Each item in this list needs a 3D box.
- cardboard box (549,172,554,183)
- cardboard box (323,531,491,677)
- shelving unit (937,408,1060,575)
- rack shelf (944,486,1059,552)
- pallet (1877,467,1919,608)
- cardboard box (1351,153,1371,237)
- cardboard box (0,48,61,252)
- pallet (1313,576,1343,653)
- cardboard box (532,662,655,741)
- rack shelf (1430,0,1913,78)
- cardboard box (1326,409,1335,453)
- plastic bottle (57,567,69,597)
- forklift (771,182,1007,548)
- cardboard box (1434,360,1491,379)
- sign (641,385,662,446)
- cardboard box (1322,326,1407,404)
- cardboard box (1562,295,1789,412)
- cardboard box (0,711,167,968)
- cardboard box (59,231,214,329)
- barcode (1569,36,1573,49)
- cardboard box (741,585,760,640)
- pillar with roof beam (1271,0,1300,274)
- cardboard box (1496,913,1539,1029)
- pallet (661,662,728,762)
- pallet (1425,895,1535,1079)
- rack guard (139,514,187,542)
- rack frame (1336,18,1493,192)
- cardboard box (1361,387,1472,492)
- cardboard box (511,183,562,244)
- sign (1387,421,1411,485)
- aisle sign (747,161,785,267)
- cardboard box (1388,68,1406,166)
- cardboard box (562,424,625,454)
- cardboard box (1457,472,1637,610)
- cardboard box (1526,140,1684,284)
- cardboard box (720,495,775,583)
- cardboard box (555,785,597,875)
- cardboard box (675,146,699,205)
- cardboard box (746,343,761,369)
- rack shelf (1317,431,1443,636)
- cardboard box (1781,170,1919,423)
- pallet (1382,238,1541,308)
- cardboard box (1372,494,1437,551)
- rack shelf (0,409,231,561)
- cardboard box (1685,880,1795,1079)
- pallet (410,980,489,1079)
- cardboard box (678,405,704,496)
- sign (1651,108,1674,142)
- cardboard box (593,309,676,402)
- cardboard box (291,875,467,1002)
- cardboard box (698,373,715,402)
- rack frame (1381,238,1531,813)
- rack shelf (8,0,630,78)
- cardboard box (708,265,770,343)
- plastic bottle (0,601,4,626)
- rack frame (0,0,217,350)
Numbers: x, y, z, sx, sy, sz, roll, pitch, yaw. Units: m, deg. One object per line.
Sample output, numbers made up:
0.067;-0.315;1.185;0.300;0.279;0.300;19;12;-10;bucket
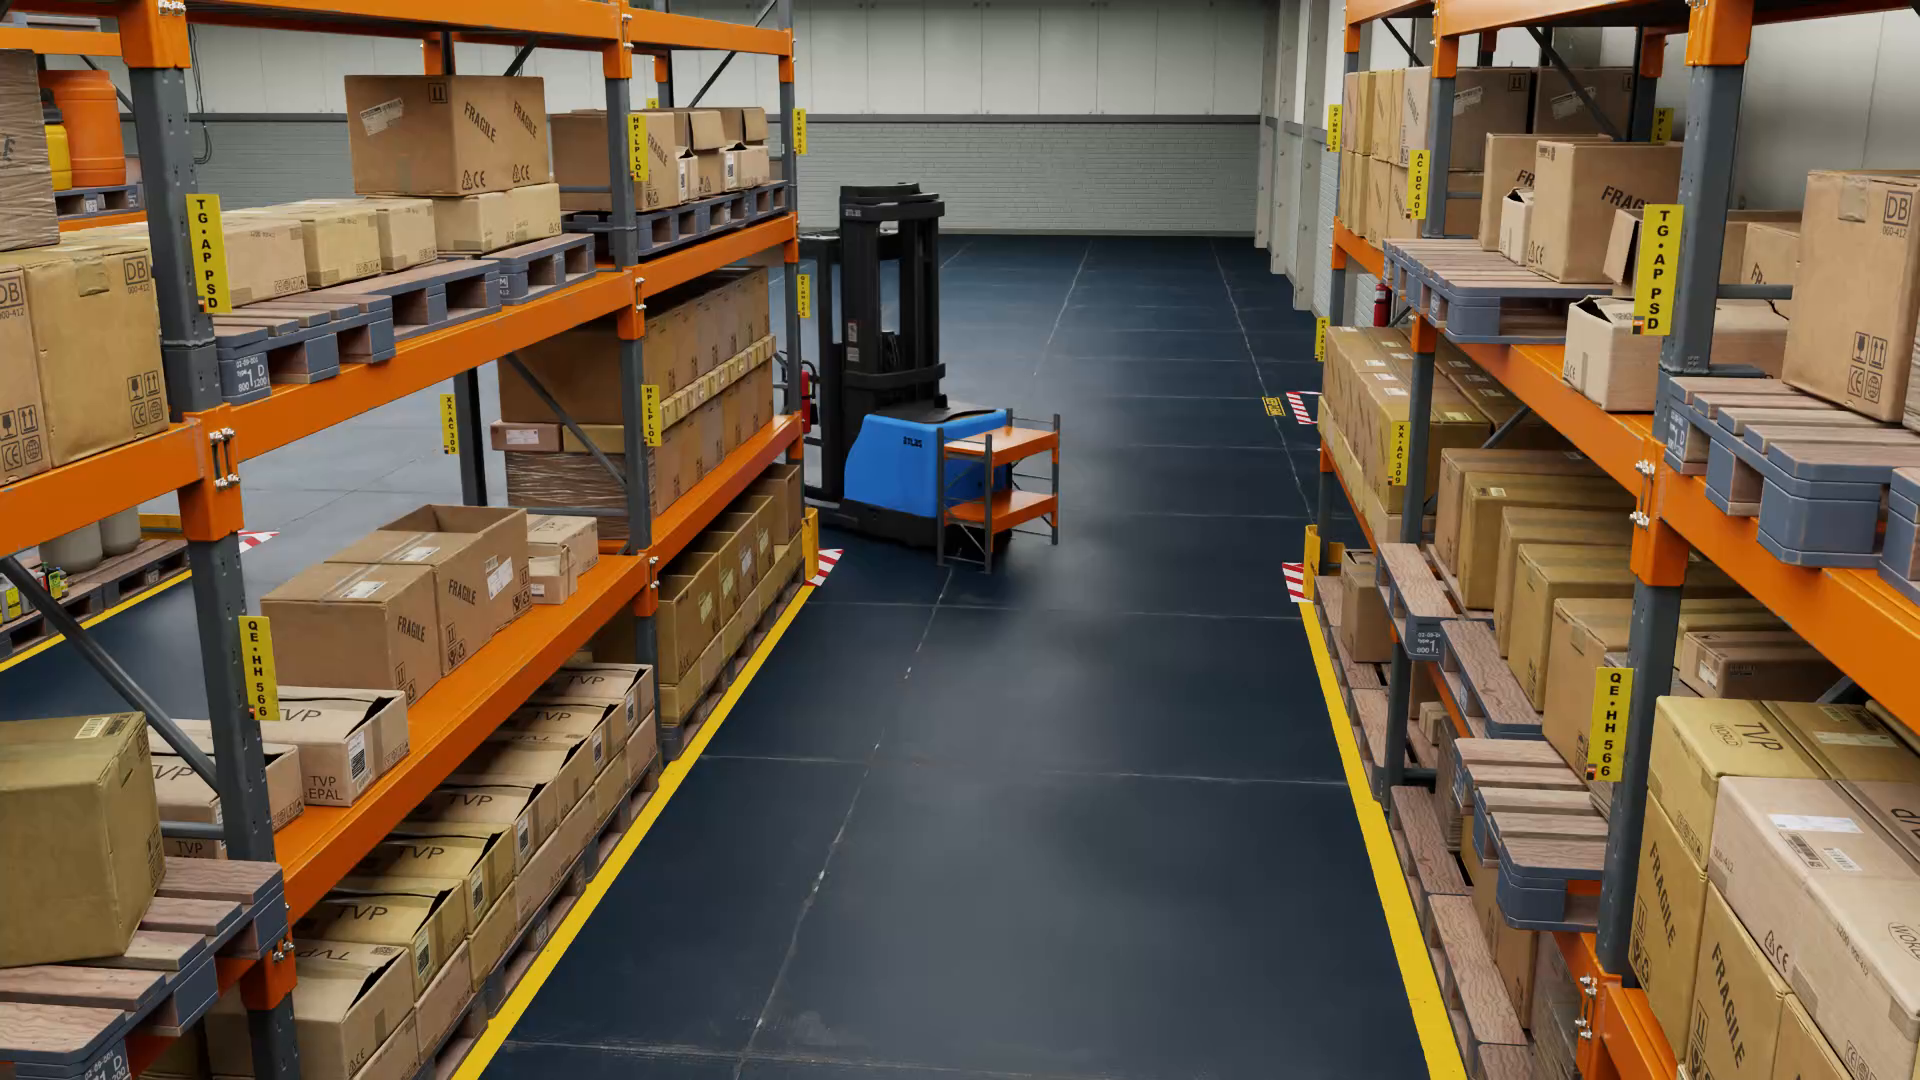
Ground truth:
-2.306;-2.066;9.717;0.380;0.149;0.250;2;15;6;cardboard box
-2.390;0.269;7.228;0.500;0.500;0.500;2;15;6;cardboard box
0.320;-0.418;13.554;0.538;1.125;1.048;10;18;33;shelving unit
0.320;-0.182;13.618;0.538;0.278;1.000;10;18;33;rack shelf
2.157;0.136;2.526;1.003;0.211;1.213;2;15;9;pallet
2.766;-2.194;10.552;0.500;0.500;0.500;2;15;9;cardboard box
-2.678;-0.976;4.173;0.500;0.500;0.500;2;15;6;cardboard box
3.068;0.535;11.778;1.003;0.211;1.213;2;15;6;pallet
-1.932;0.820;8.773;0.500;0.311;0.500;2;15;6;cardboard box
2.526;-1.840;5.871;1.077;0.370;4.000;2;15;6;rack shelf
2.788;-0.725;11.347;0.500;0.250;0.500;1;15;5;cardboard box
-6.412;0.296;11.840;0.097;0.201;0.097;0;15;0;plastic bottle
-0.977;-1.653;14.661;3.031;2.935;1.130;14;20;41;forklift
3.184;-0.816;10.245;0.500;0.500;0.500;2;15;7;cardboard box
-1.631;-0.655;8.771;0.100;0.325;0.005;2;15;6;sign
2.851;-1.225;11.757;0.500;0.500;0.500;2;15;6;cardboard box
2.113;-0.575;4.927;0.500;0.311;0.500;2;15;6;cardboard box
-2.581;0.805;4.441;0.700;0.500;0.500;-3;16;-13;cardboard box
-2.627;-0.808;5.140;0.500;0.250;0.500;1;15;2;cardboard box
3.336;-2.716;9.073;0.001;0.075;0.075;2;15;6;barcode
-1.644;0.477;11.116;0.500;0.250;0.500;2;15;6;cardboard box
2.414;-10.081;34.203;9.100;9.000;0.400;2;15;6;pillar with roof beam
2.531;1.581;6.516;0.700;0.500;0.500;2;15;6;cardboard box
-2.039;0.993;10.084;1.003;0.211;1.213;2;15;6;pallet
2.530;1.863;6.870;1.003;0.211;1.213;2;15;6;pallet
-6.603;-0.104;13.590;1.175;0.500;0.348;2;15;6;rack guard
3.203;-3.936;11.480;1.000;3.000;0.127;2;15;6;rack frame
2.548;-0.563;9.312;0.500;0.500;0.500;2;15;6;cardboard box
-2.250;-1.567;7.945;0.500;0.250;0.500;3;15;12;cardboard box
2.212;-0.435;8.365;0.100;0.325;0.005;2;15;6;sign
-1.420;-2.449;12.490;0.394;0.787;0.004;2;15;6;aisle sign
2.590;-2.273;8.928;0.500;0.500;0.500;3;15;9;cardboard box
-1.948;-0.573;9.101;0.380;0.149;0.250;2;15;6;cardboard box
2.590;0.012;7.336;0.700;0.500;0.500;3;15;12;cardboard box
2.471;-1.243;6.268;0.500;0.500;0.500;1;15;4;cardboard box
-1.583;-0.015;11.497;0.500;0.500;0.500;2;15;6;cardboard box
-2.046;1.357;7.861;0.500;0.250;0.500;2;15;8;cardboard box
-1.791;-2.086;9.481;0.500;0.311;0.500;1;15;3;cardboard box
-1.630;-1.308;11.817;0.380;0.149;0.250;1;15;5;cardboard box
2.977;-0.174;10.438;1.077;0.370;4.000;2;15;6;rack shelf
2.304;-0.549;3.665;0.700;0.500;0.500;1;15;2;cardboard box
2.576;-1.203;7.478;1.213;0.211;1.003;2;15;6;pallet
2.504;-0.072;8.930;0.500;0.250;0.500;2;15;6;cardboard box
-2.848;0.308;2.909;1.077;0.370;4.000;2;15;6;rack shelf
1.923;1.087;3.596;0.500;0.500;0.500;2;15;8;cardboard box
-2.490;2.023;6.275;1.003;0.211;1.213;2;15;6;pallet
-2.013;-0.578;10.363;0.700;0.500;0.500;2;15;7;cardboard box
3.304;-1.875;7.859;0.100;0.325;0.005;2;15;6;sign
-2.071;-1.069;9.691;0.700;0.500;0.500;2;15;6;cardboard box
-2.220;1.480;6.331;0.500;0.311;0.500;1;15;5;cardboard box
-1.777;-0.975;10.587;0.380;0.149;0.250;2;15;6;cardboard box
2.752;-0.003;8.426;1.000;3.000;0.127;2;15;6;rack frame
-2.396;-1.985;6.407;1.077;0.370;4.000;2;15;6;rack shelf
-1.791;-1.725;12.119;0.700;0.500;0.500;2;15;6;cardboard box
-6.519;0.415;11.111;0.144;0.351;0.185;2;15;6;plastic bottle
-2.622;-2.006;4.342;1.000;3.000;0.127;2;15;6;rack frame
